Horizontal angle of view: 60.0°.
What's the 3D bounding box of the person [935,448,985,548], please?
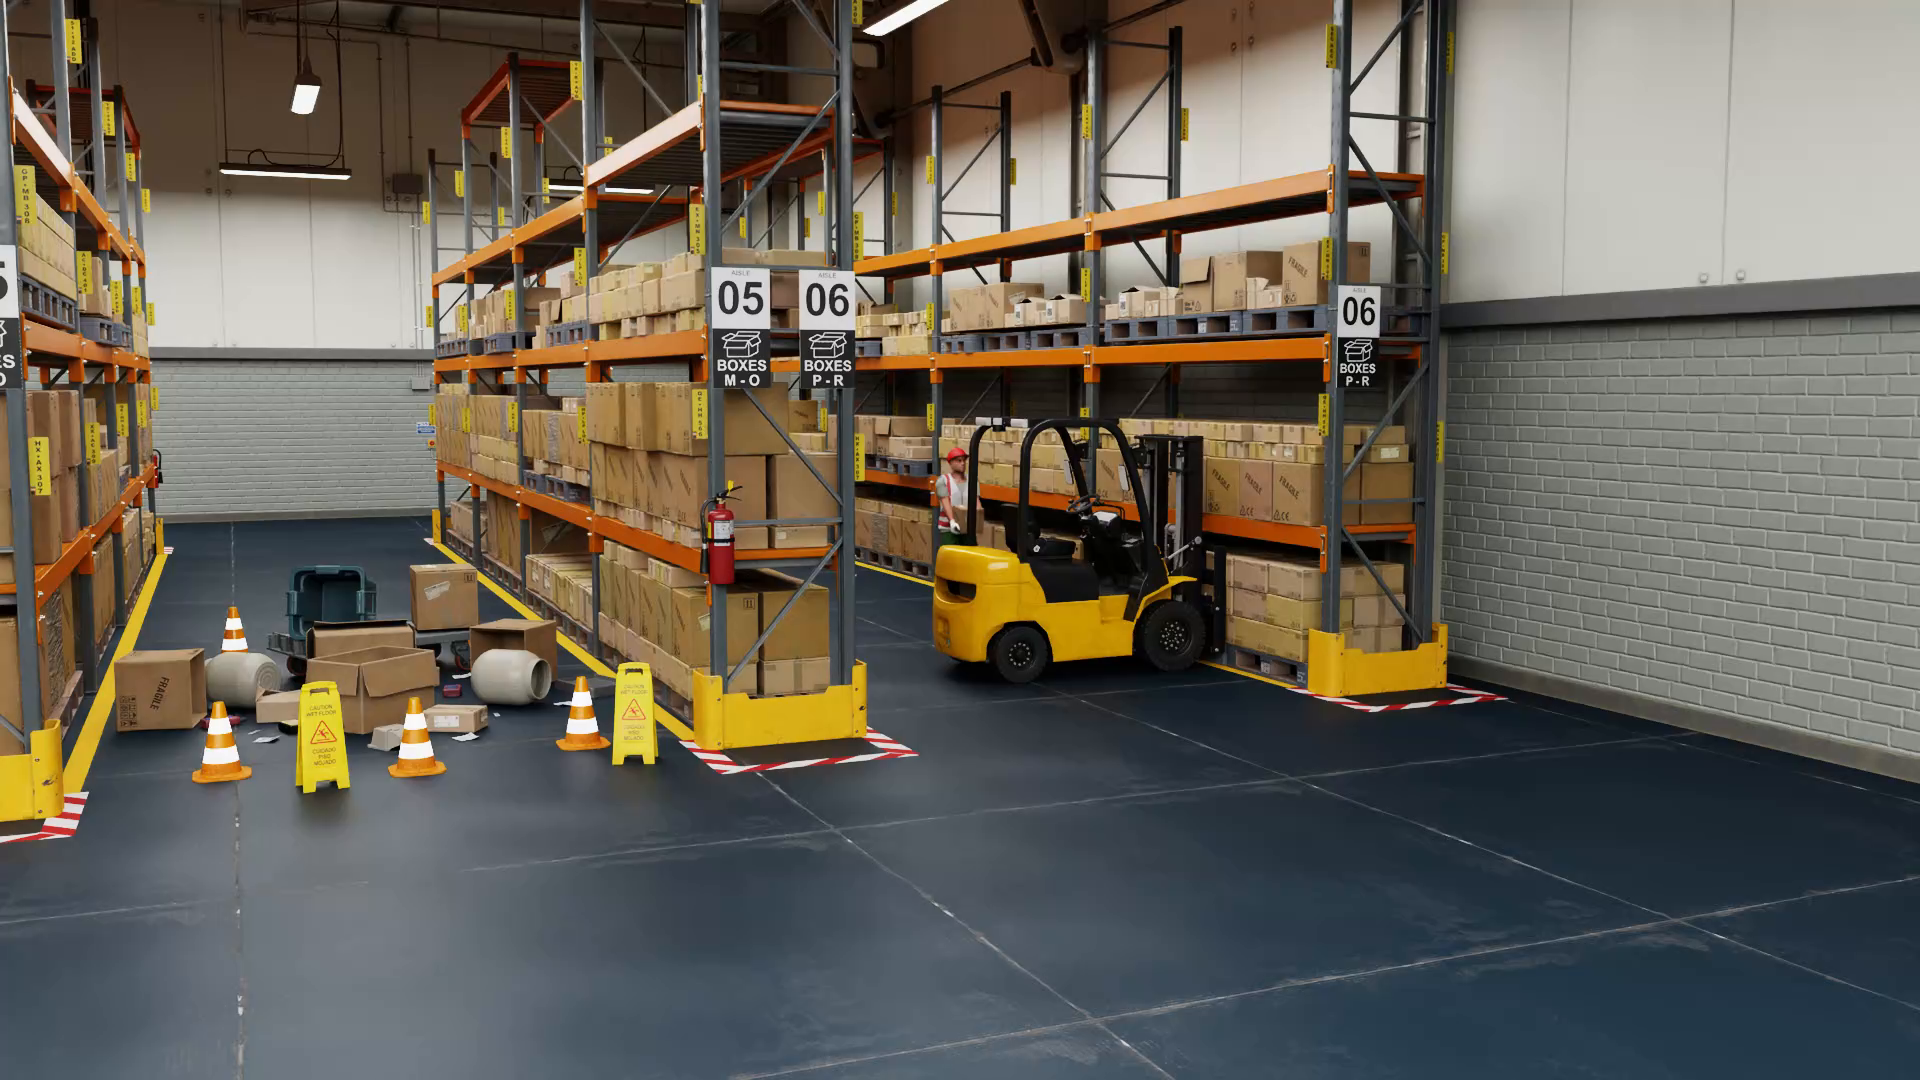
[{"bbox_3d":[0.026,-0.065,17.307,0.494,1.782,0.561,-2,6,-23],"label":"person"}]
